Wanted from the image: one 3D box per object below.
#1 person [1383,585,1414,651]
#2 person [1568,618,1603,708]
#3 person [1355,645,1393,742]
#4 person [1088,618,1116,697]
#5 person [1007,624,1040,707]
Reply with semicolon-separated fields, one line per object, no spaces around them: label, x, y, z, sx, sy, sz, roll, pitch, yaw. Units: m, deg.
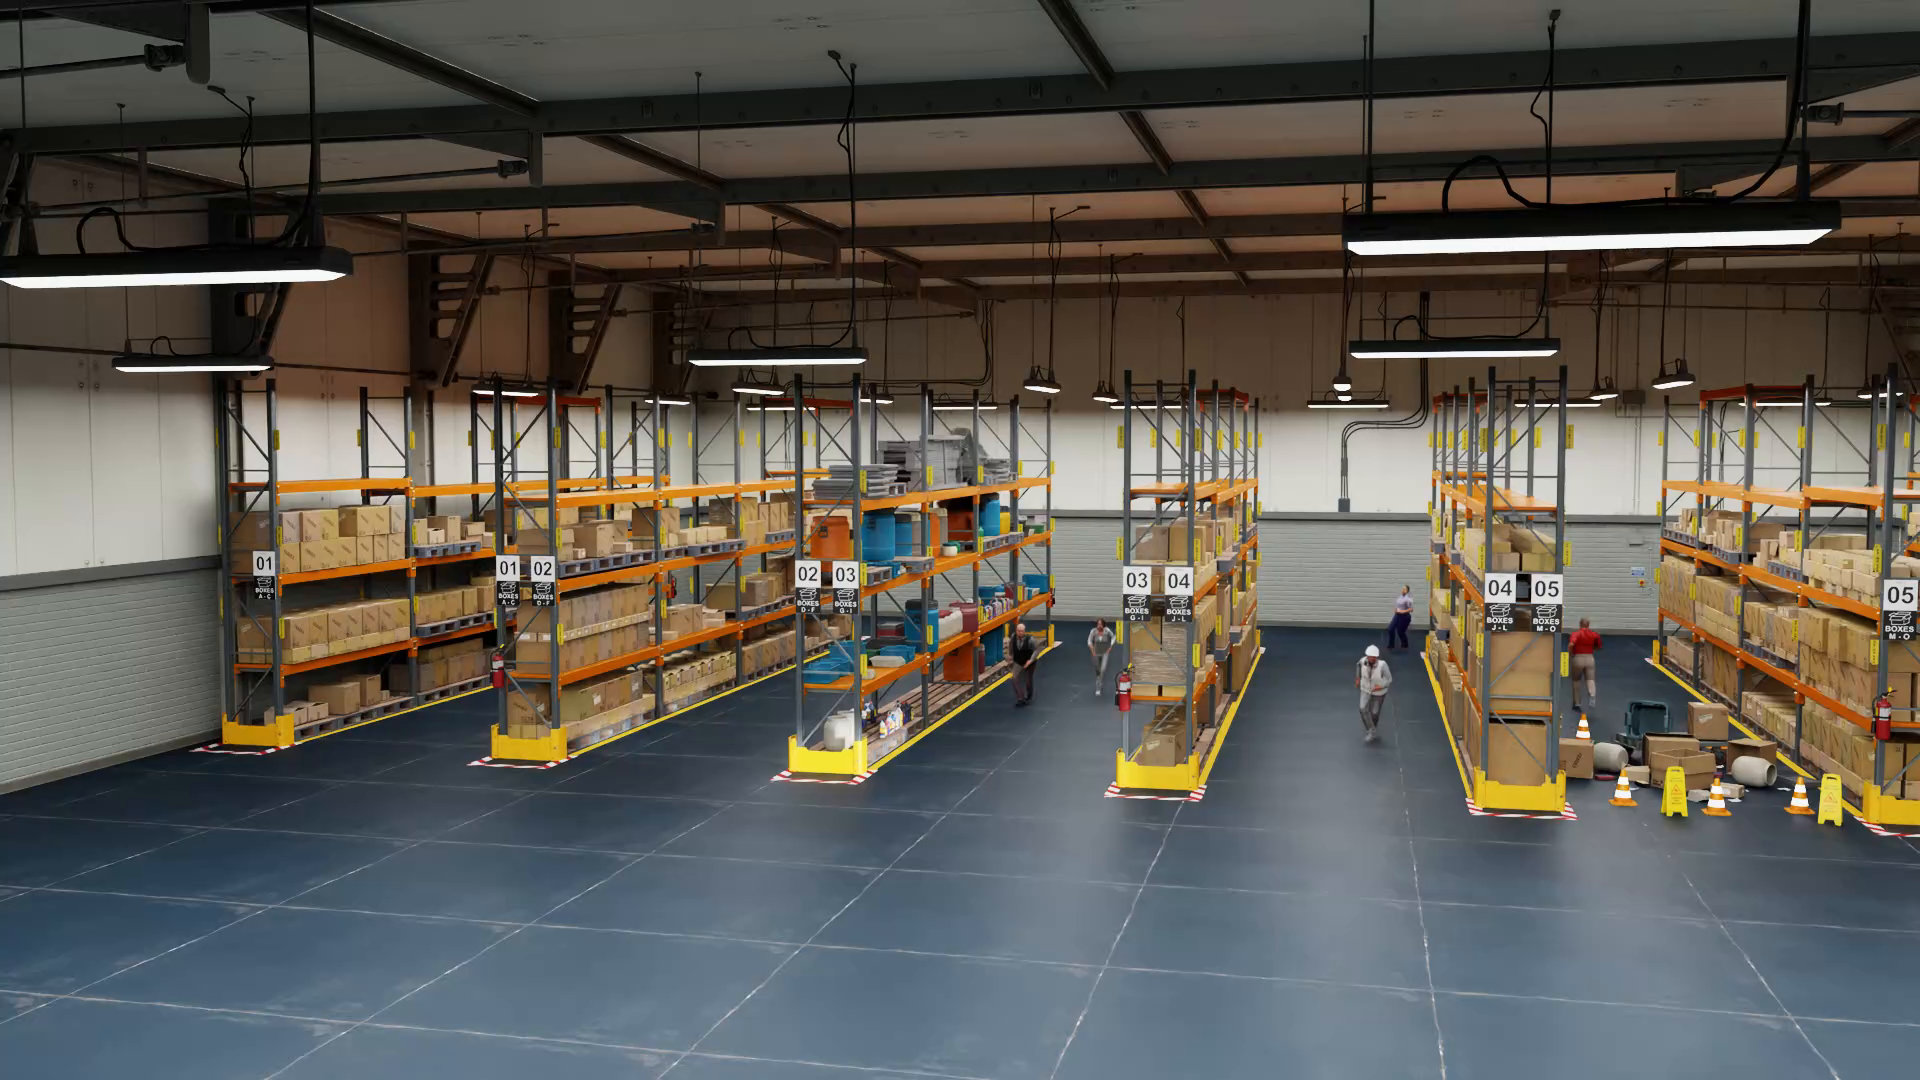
person;10.469;1.867;39.331;0.595;1.645;0.759;-1;4;-22
person;11.602;2.286;30.915;0.659;1.695;0.926;1;3;10
person;6.914;2.513;27.751;0.659;1.608;1.072;1;4;22
person;2.791;2.285;32.857;0.547;1.555;0.855;0;3;1
person;1.248;2.322;31.364;0.664;1.567;1.054;1;4;19
